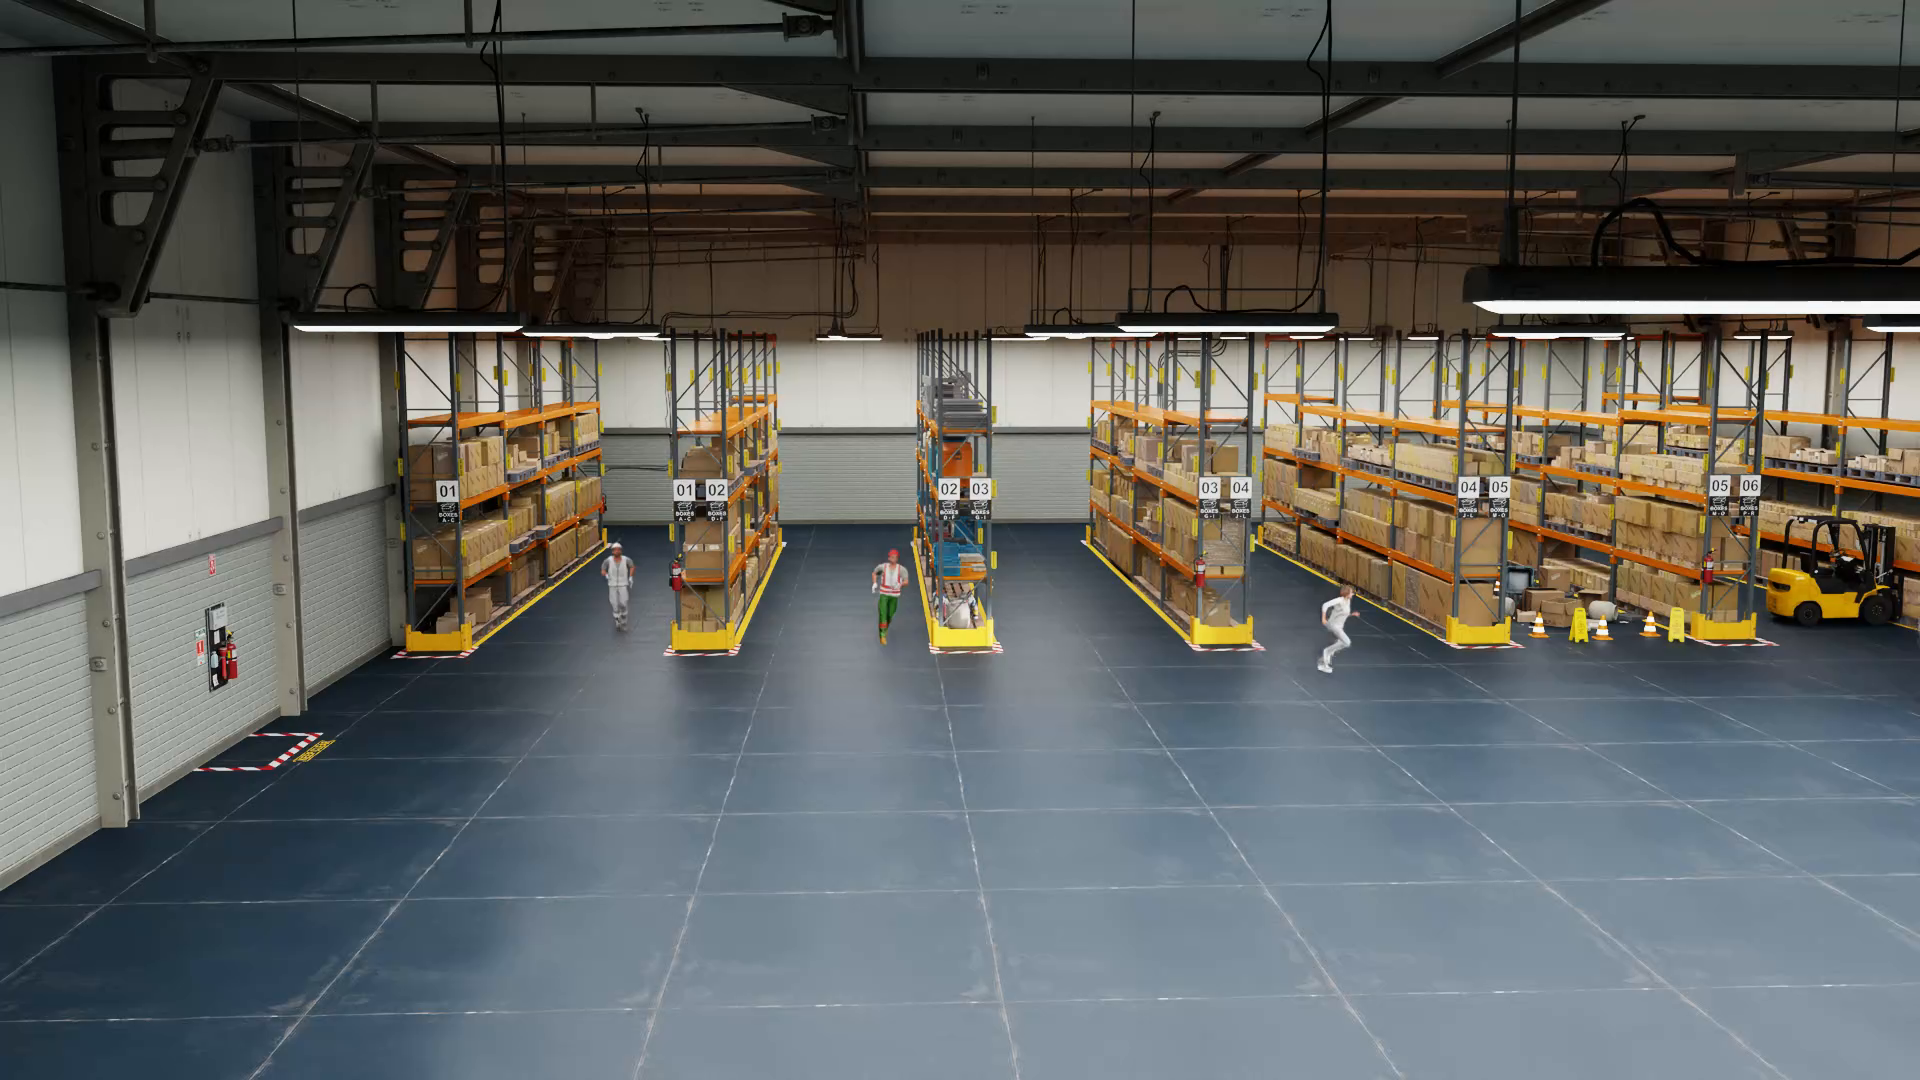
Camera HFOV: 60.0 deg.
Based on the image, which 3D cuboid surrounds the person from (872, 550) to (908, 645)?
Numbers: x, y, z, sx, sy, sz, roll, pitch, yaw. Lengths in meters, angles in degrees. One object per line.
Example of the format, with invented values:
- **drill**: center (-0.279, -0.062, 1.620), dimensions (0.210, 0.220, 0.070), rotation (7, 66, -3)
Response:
- **person**: center (-1.341, 1.062, 31.976), dimensions (0.707, 1.771, 1.002), rotation (-1, 7, -8)

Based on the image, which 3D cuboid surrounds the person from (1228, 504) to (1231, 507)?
- **person**: center (7.470, -0.428, 45.384), dimensions (0.593, 1.626, 0.659), rotation (1, 7, 9)

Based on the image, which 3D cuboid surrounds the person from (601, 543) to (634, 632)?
- **person**: center (-6.820, 0.949, 33.116), dimensions (0.640, 1.794, 0.715), rotation (-1, 7, -8)

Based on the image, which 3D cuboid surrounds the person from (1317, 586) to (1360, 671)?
- **person**: center (6.610, 1.550, 29.041), dimensions (0.724, 1.525, 0.525), rotation (4, 8, 29)
